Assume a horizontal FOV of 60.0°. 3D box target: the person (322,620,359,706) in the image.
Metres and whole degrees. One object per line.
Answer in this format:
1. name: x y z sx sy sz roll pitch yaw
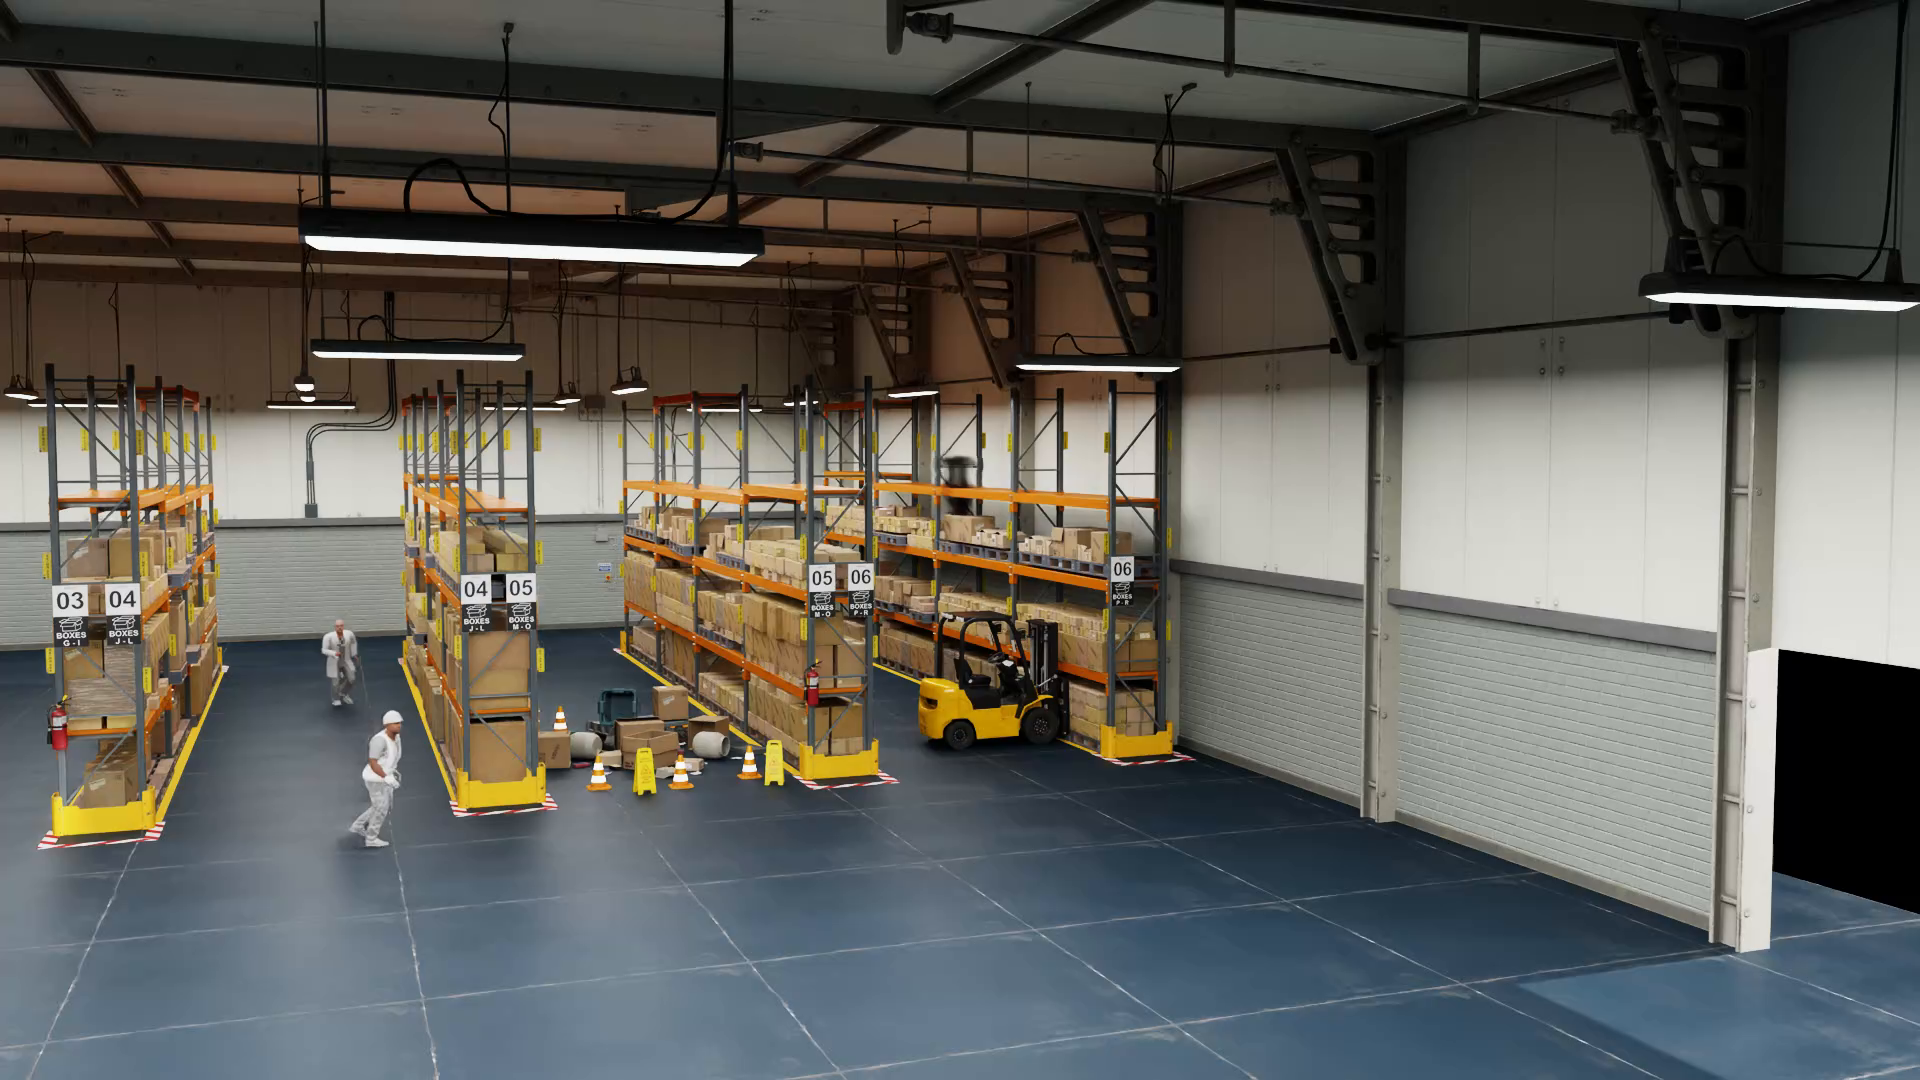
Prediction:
1. person: -11.694 2.325 31.398 0.716 1.671 0.923 -2 4 -34

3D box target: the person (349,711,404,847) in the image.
1. person: -7.208 2.949 20.527 0.789 1.709 0.654 0 3 2
